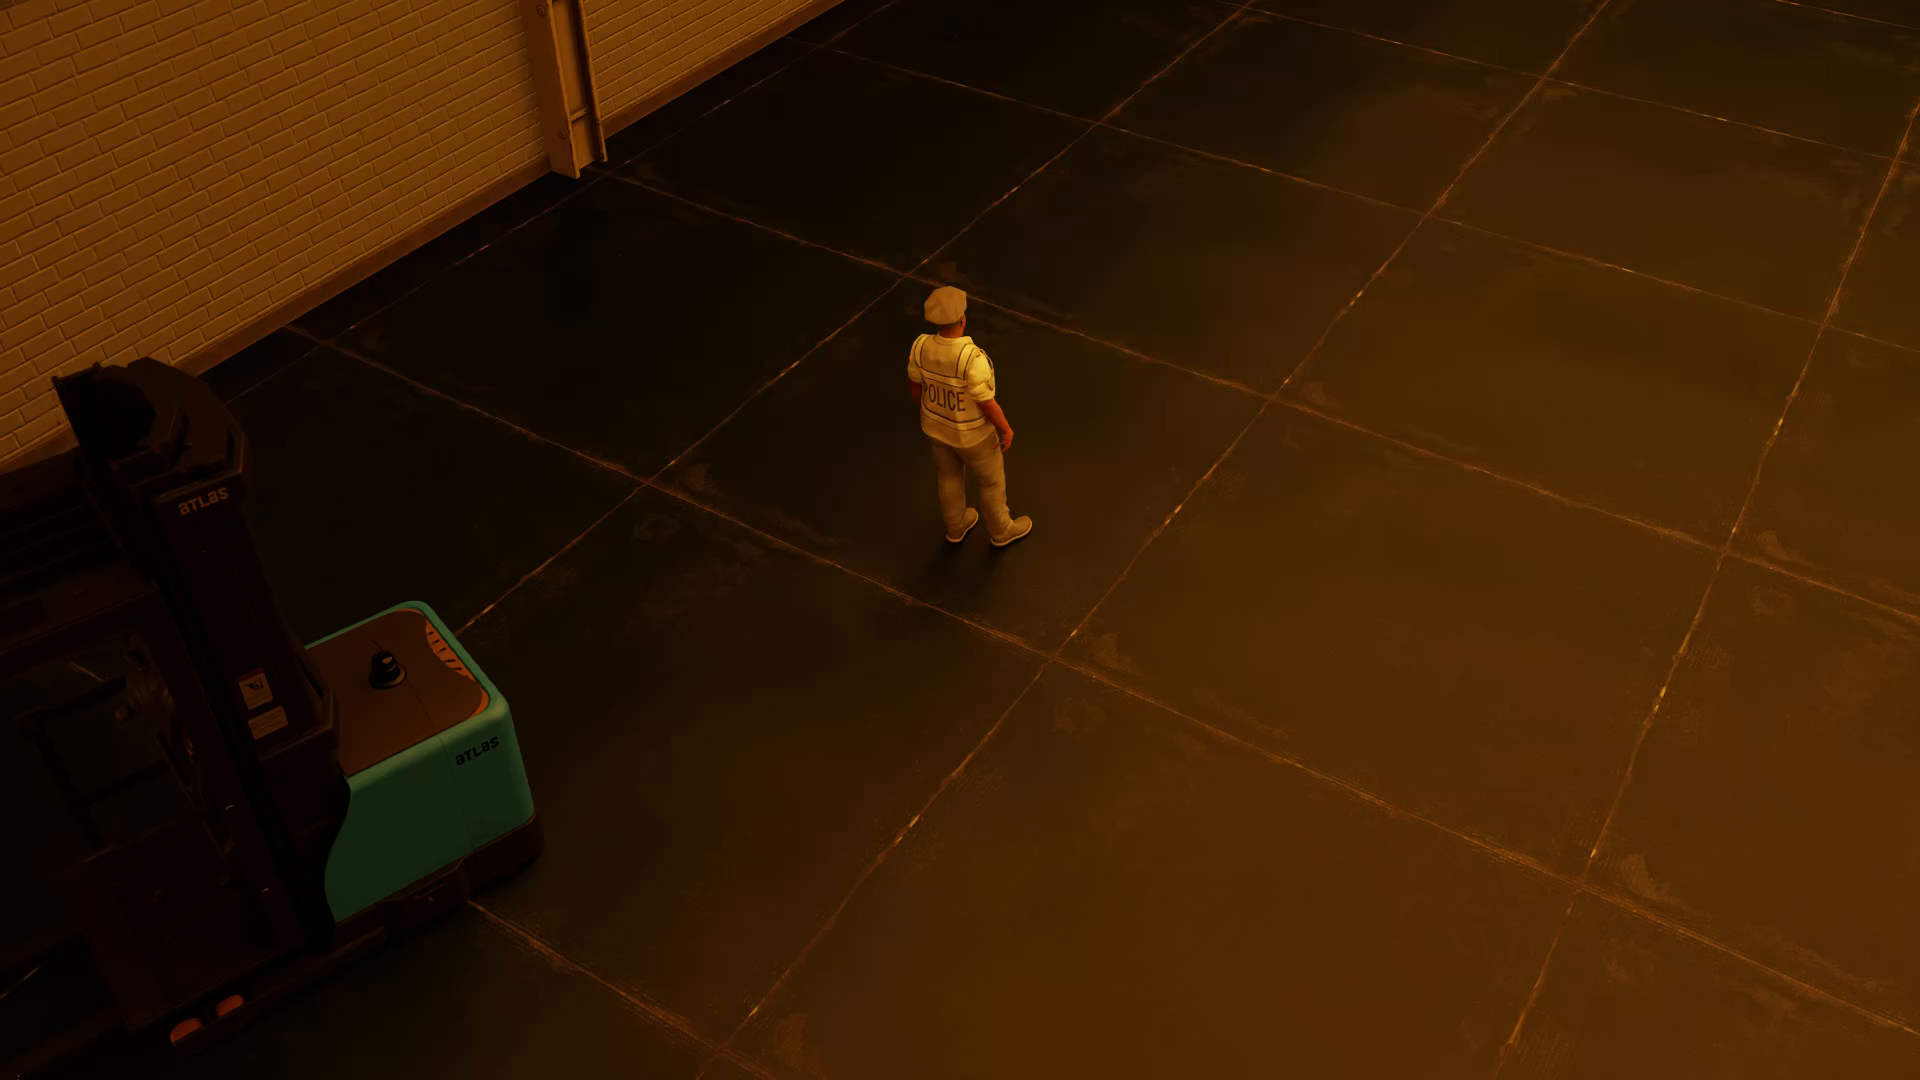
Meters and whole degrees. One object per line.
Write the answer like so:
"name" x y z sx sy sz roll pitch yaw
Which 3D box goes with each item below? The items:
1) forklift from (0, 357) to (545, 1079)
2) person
"forklift" -3.548 0.812 7.008 3.031 2.935 1.130 -27 47 -28
"person" 0.052 -0.724 9.699 0.641 1.780 0.574 22 45 24
